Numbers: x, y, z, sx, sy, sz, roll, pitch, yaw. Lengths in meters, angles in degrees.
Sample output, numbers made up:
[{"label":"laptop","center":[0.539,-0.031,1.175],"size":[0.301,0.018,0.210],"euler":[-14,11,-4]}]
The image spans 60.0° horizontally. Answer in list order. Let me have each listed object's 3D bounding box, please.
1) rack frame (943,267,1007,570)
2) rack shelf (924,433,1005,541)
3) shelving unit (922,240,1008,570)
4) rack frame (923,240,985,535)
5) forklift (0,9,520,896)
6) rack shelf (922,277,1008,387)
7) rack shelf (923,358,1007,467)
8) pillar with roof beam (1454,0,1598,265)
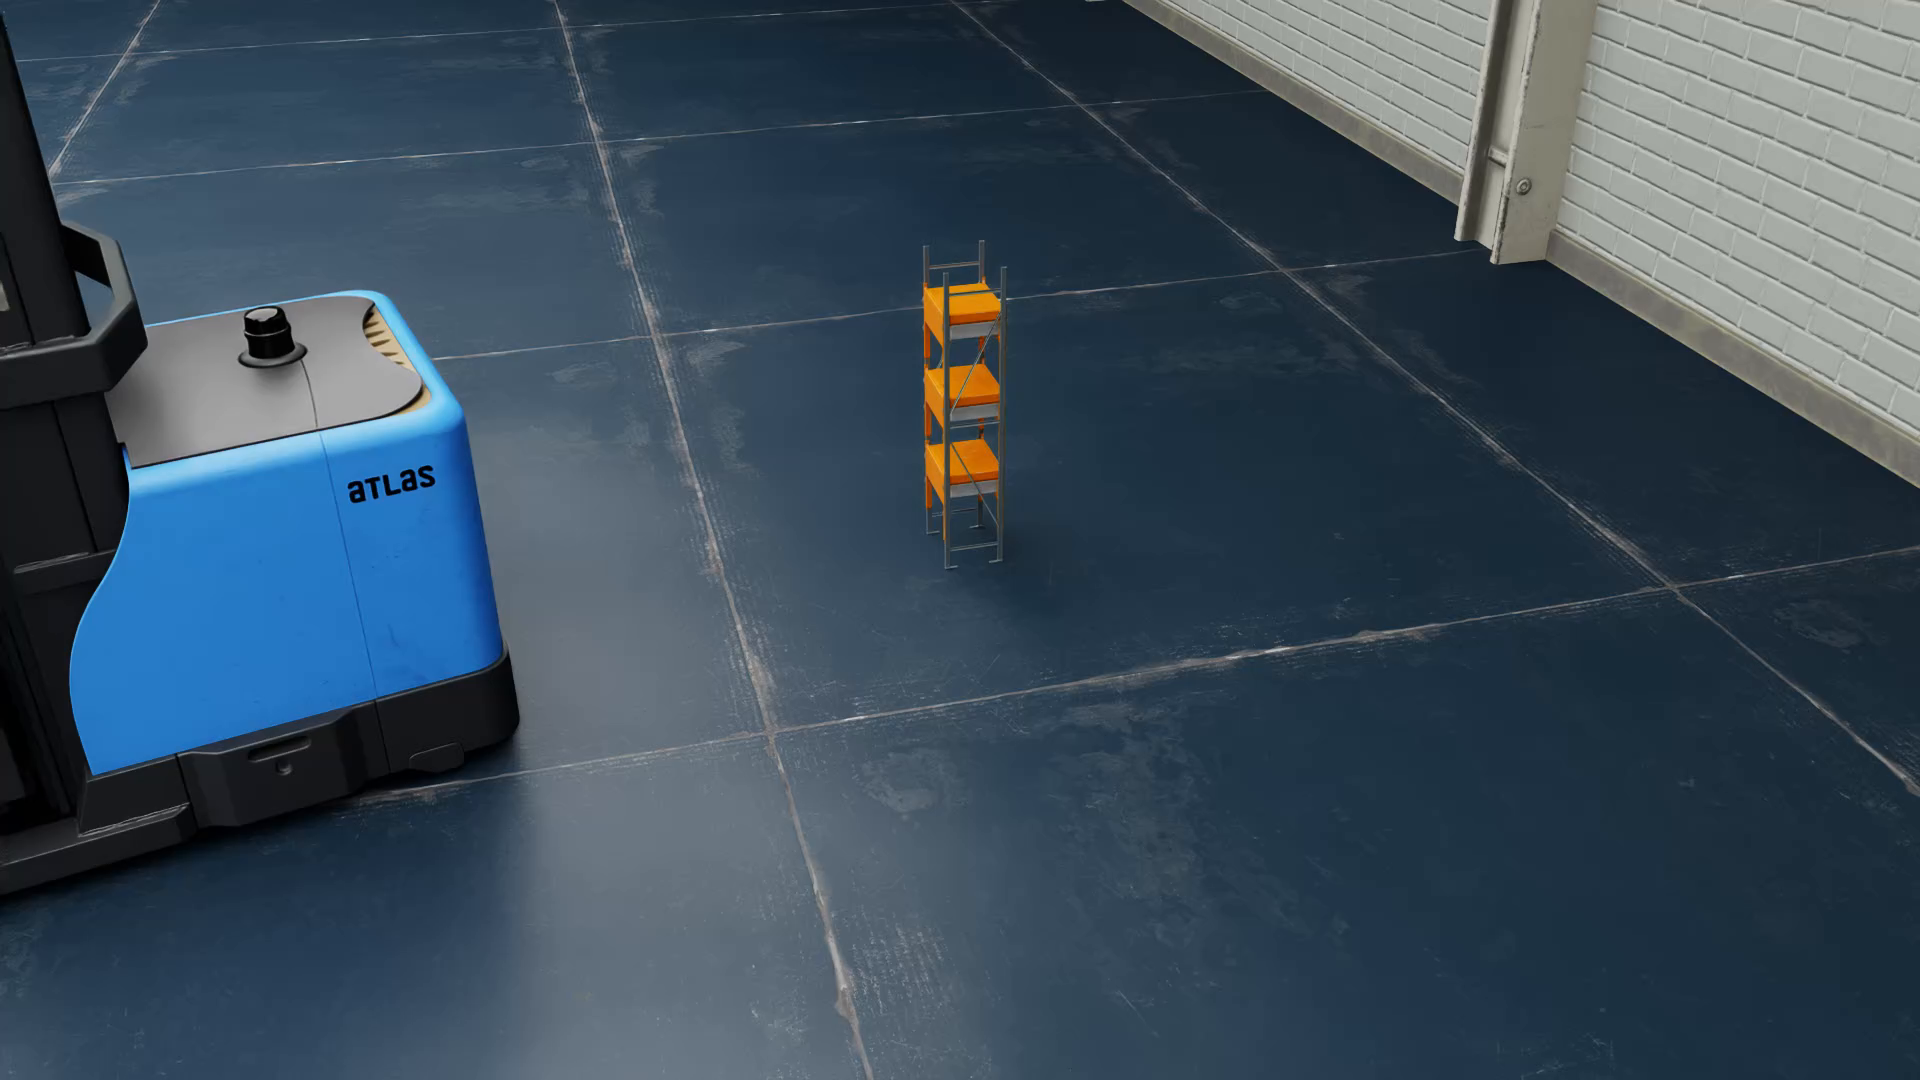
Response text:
[{"label":"rack frame","center":[0.047,-0.370,5.341],"size":[0.200,1.050,0.008],"euler":[-8,31,-13]},{"label":"rack shelf","center":[0.014,-0.179,5.587],"size":[0.215,0.259,0.240],"euler":[-8,31,-13]},{"label":"shelving unit","center":[0.014,-0.429,5.442],"size":[0.215,1.050,0.252],"euler":[-8,31,-13]},{"label":"rack frame","center":[-0.018,-0.487,5.544],"size":[0.200,1.050,0.008],"euler":[-8,31,-13]},{"label":"forklift","center":[-2.791,-0.531,3.742],"size":[3.031,2.935,1.130],"euler":[-15,33,-24]},{"label":"rack shelf","center":[0.014,-0.665,5.306],"size":[0.215,0.259,0.240],"euler":[-8,31,-13]},{"label":"rack shelf","center":[0.014,-0.419,5.448],"size":[0.215,0.259,0.240],"euler":[-8,31,-13]},{"label":"pillar with roof beam","center":[-1.461,-4.773,5.013],"size":[9.100,9.000,0.400],"euler":[-8,31,-13]}]
